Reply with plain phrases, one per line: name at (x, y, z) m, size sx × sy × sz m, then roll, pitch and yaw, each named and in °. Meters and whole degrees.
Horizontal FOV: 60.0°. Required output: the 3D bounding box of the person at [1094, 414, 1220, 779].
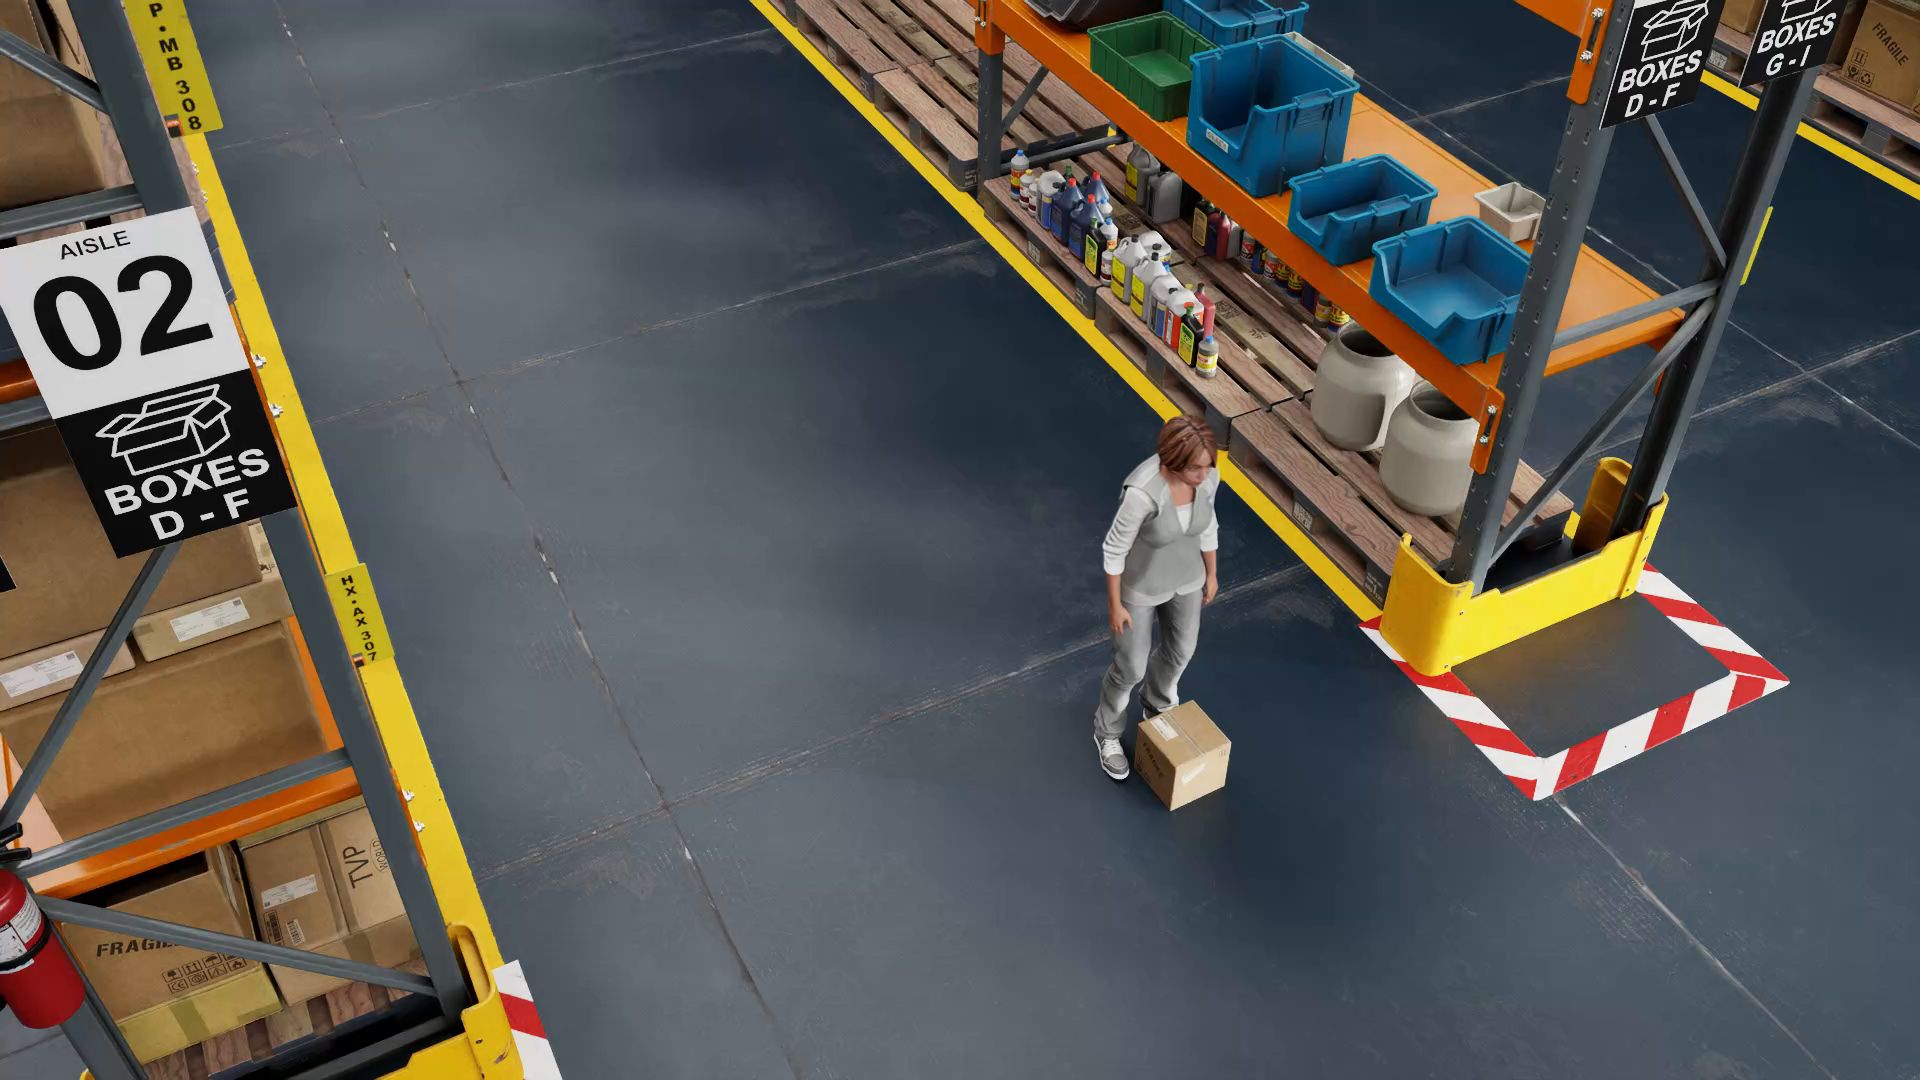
person at (0.716, 0.173, 5.974) m, size 0.461 × 1.593 × 0.343 m, roll -19°, pitch 45°, yaw -20°
